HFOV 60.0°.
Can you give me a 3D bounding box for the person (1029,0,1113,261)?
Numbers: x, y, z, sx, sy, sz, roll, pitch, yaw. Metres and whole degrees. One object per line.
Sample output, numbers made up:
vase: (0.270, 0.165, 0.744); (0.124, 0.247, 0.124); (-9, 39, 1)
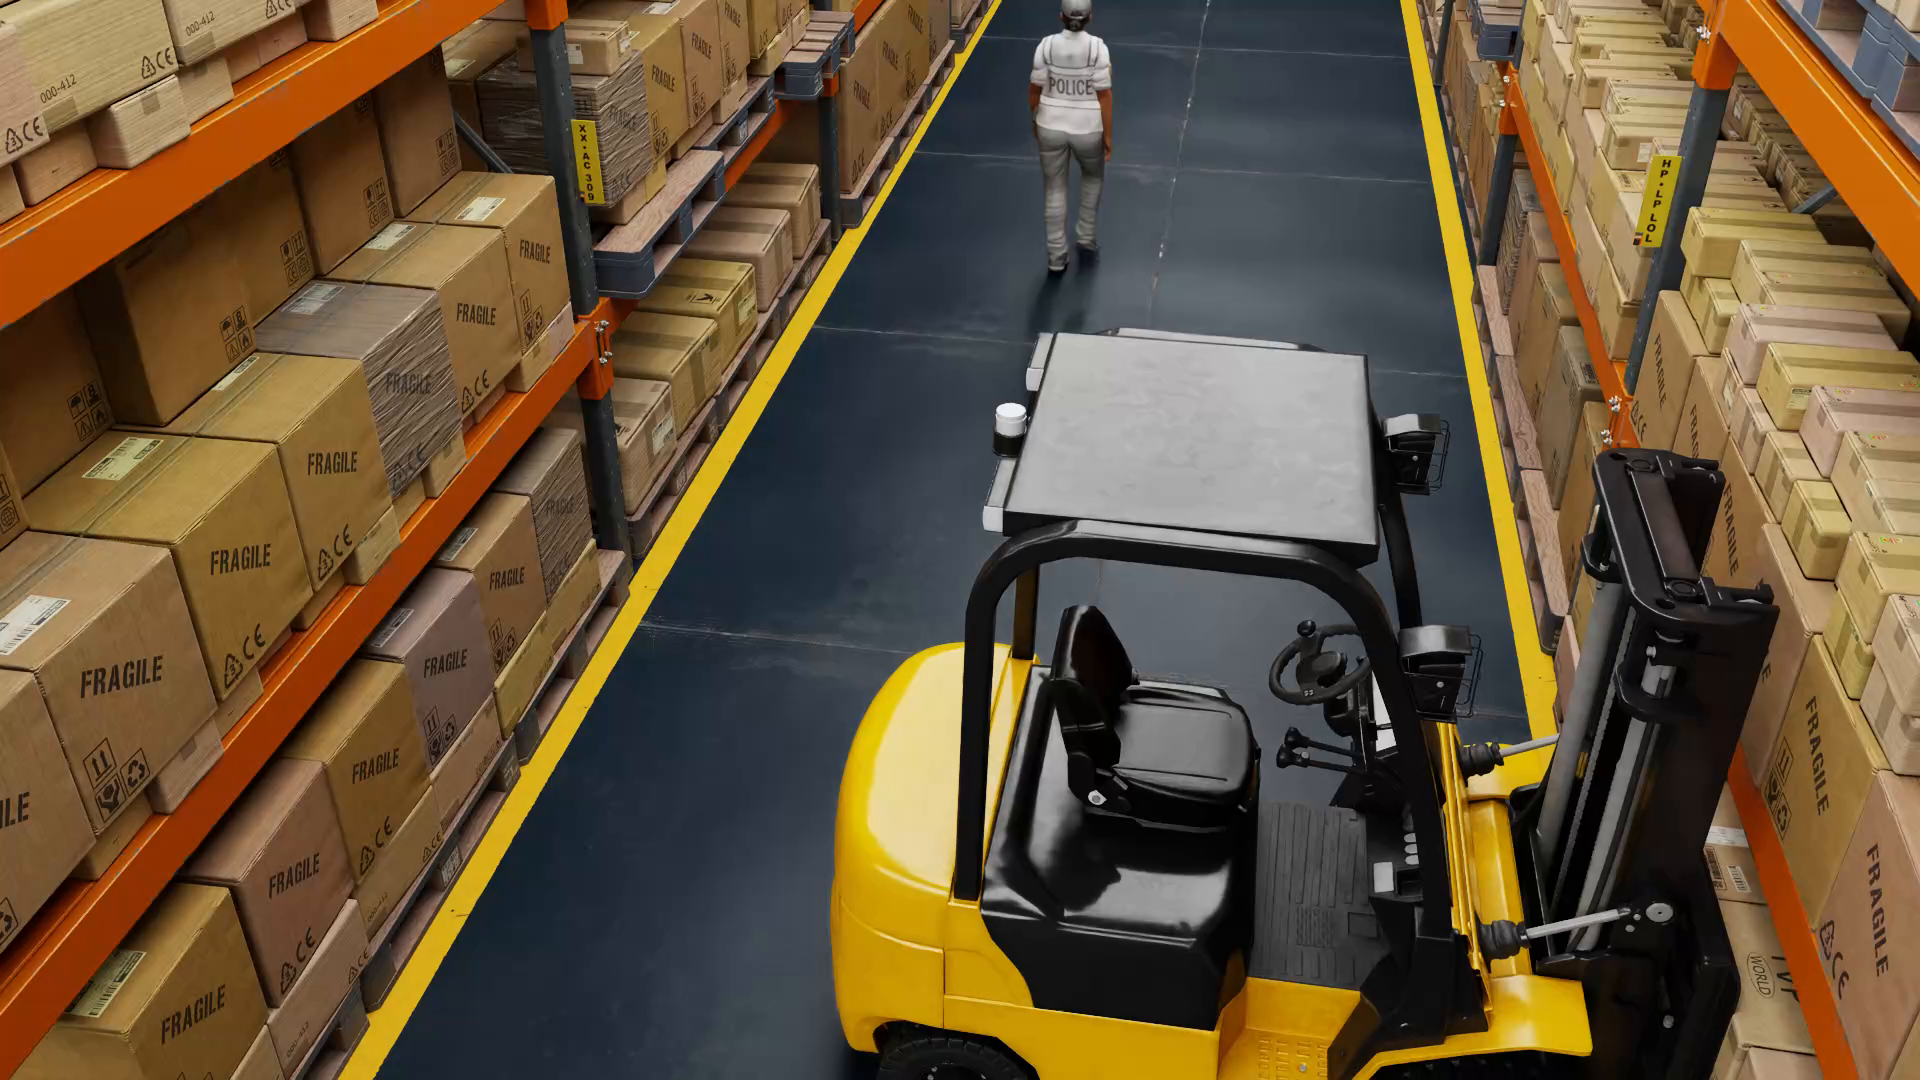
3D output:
person: (0.659, -2.486, 9.909); (0.514, 1.567, 0.530); (4, 33, 6)
